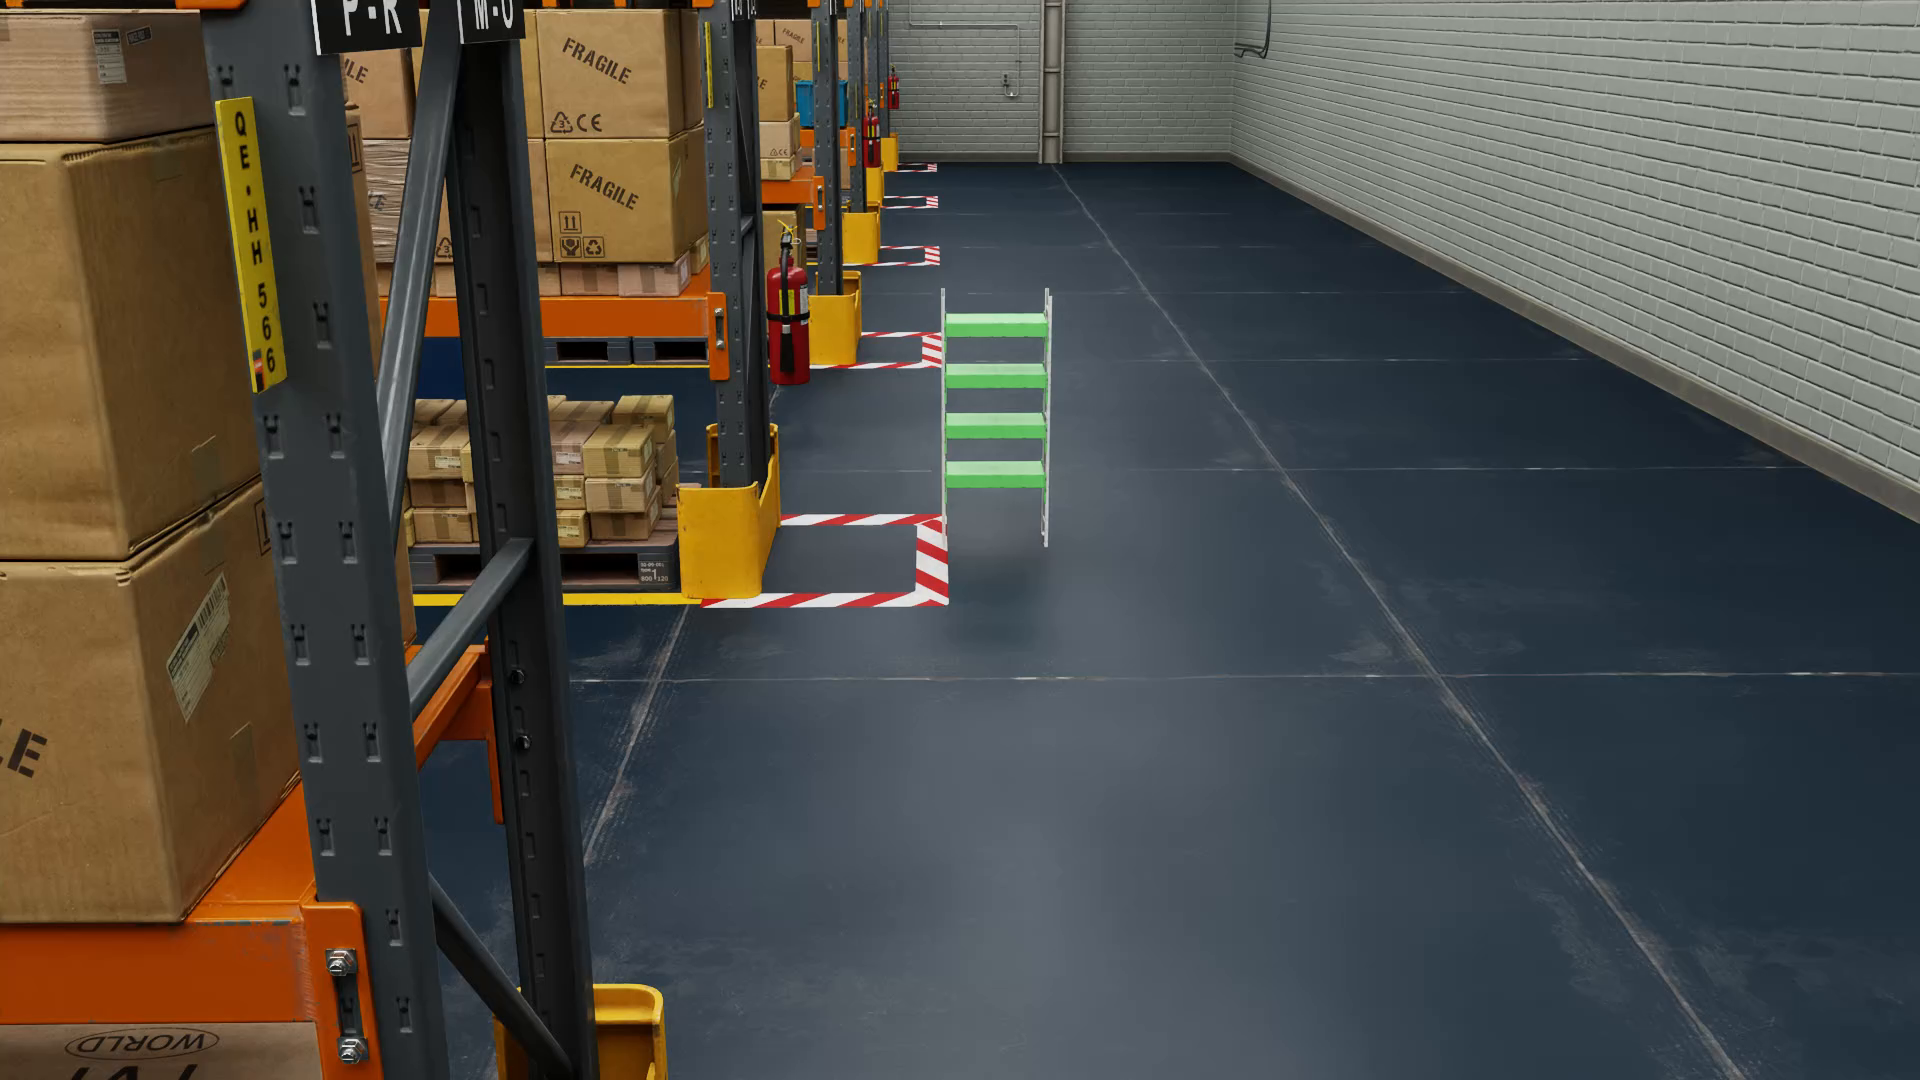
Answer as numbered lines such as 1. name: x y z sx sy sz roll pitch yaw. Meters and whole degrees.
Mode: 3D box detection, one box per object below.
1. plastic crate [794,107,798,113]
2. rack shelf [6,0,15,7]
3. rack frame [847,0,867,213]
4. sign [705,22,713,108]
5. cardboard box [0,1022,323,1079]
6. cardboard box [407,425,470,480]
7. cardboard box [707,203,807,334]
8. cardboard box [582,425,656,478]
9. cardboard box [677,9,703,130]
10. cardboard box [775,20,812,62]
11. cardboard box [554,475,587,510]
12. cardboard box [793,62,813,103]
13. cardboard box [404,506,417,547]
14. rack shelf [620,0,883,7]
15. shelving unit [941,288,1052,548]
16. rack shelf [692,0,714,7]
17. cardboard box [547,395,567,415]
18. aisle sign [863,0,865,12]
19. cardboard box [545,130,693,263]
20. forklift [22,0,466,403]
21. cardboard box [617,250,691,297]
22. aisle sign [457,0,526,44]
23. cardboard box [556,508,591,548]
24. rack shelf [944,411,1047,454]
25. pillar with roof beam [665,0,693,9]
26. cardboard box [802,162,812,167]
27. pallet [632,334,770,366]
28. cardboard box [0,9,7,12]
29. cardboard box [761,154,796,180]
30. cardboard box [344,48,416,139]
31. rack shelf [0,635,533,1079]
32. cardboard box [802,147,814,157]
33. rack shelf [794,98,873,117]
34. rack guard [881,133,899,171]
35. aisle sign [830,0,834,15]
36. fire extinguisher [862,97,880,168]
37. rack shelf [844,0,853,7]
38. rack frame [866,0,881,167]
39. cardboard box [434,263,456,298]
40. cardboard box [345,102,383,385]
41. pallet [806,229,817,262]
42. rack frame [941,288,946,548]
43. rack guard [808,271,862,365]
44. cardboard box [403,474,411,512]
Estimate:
1. plastic crate: -1.611 -4.404 17.199 0.298 0.136 0.250 0 18 -1
2. rack shelf: -11.036 -5.415 16.285 4.000 0.370 1.077 0 18 -1
3. rack frame: -1.037 -4.378 16.784 0.127 3.000 1.000 0 18 -1
4. sign: -0.993 -1.882 6.590 0.005 0.325 0.100 0 18 -1
5. cardboard box: -1.461 1.215 2.855 0.875 0.438 0.875 -1 18 -3
6. cardboard box: -2.276 -0.390 7.358 0.250 0.149 0.380 -1 18 -3
7. cardboard box: -1.598 -2.026 12.243 0.875 0.875 0.875 0 18 -1
8. cardboard box: -1.507 -0.395 7.375 0.250 0.149 0.380 0 18 0
9. cardboard box: -1.435 -2.094 7.377 0.500 0.500 0.500 0 18 -1
10. cardboard box: -2.057 -6.325 21.055 0.500 0.500 0.500 0 18 1
11. cardboard box: -1.767 -0.259 7.438 0.250 0.149 0.380 -1 18 -2
12. cardboard box: -2.074 -5.849 21.208 0.500 0.500 0.500 0 18 0
13. cardboard box: -2.527 -0.093 7.407 0.250 0.149 0.380 -1 18 -3
14. rack shelf: -3.193 -8.480 25.838 4.000 0.370 1.077 0 18 -1
15. shelving unit: 0.166 -0.572 7.867 0.503 1.200 0.258 0 18 -1
16. rack shelf: -2.981 -2.426 6.966 4.000 0.370 1.077 0 18 -1
17. cardboard box: -2.039 -0.577 7.940 0.250 0.149 0.380 0 18 -1
18. aisle sign: -0.970 -5.707 16.671 0.004 0.787 0.394 0 18 -1
19. cardboard box: -1.427 -1.458 7.032 0.500 0.500 0.500 0 18 0
20. forklift: -4.131 -1.807 8.883 3.031 2.935 1.130 -2 18 -5
21. cardboard box: -1.303 -1.142 7.109 0.250 0.149 0.380 0 18 -1
22. aisle sign: -0.735 -1.165 2.513 0.004 0.787 0.394 0 18 -1
23. cardboard box: -1.760 -0.094 7.409 0.250 0.149 0.380 0 18 1
24. rack shelf: 0.166 -0.511 7.886 0.480 0.148 0.258 0 18 -1
25. pillar with roof beam: -4.439 -9.194 21.975 0.400 9.000 9.100 0 18 -1
26. cardboard box: -2.160 -4.872 22.107 0.500 0.250 0.500 0 18 -1
27. pallet: -1.757 -1.509 12.408 1.213 0.211 1.003 0 18 -1
28. cardboard box: -4.008 -1.931 6.868 0.500 0.500 0.500 -1 18 -3
29. cardboard box: -1.310 -2.643 11.788 0.250 0.149 0.380 0 18 0
30. cardboard box: -2.462 -1.929 6.863 0.500 0.500 0.500 1 18 2
31. rack shelf: -2.802 0.514 2.713 4.000 0.370 1.077 0 18 -1
32. cardboard box: -2.392 -6.377 26.420 0.500 0.500 0.700 0 18 -1
33. rack shelf: -3.111 -5.538 21.580 4.000 0.370 1.077 0 18 -1
34. rack guard: -1.170 -6.213 26.598 0.348 0.500 1.175 0 18 -1
35. aisle sign: -0.882 -4.012 11.386 0.004 0.787 0.394 0 18 -1
36. fire extinguisher: -0.879 -4.025 16.422 0.183 0.674 0.296 0 18 -1
37. rack shelf: -3.037 -5.454 16.405 4.000 0.370 1.077 0 18 -1
38. rack frame: -1.112 -5.891 21.500 0.127 3.000 1.000 0 18 -1
39. cardboard box: -2.058 -1.138 7.096 0.250 0.149 0.380 0 18 1
40. cardboard box: -1.287 -0.447 2.729 0.500 0.500 0.500 -1 18 -2
41. pallet: -1.862 -3.058 17.234 1.213 0.211 1.003 0 18 -1
42. rack frame: -0.078 -0.571 7.863 0.015 1.200 0.240 0 18 -1
43. rack guard: -0.935 -1.675 12.450 0.348 0.500 1.175 0 18 -1
44. cardboard box: -2.542 -0.235 7.361 0.250 0.149 0.380 0 18 0
